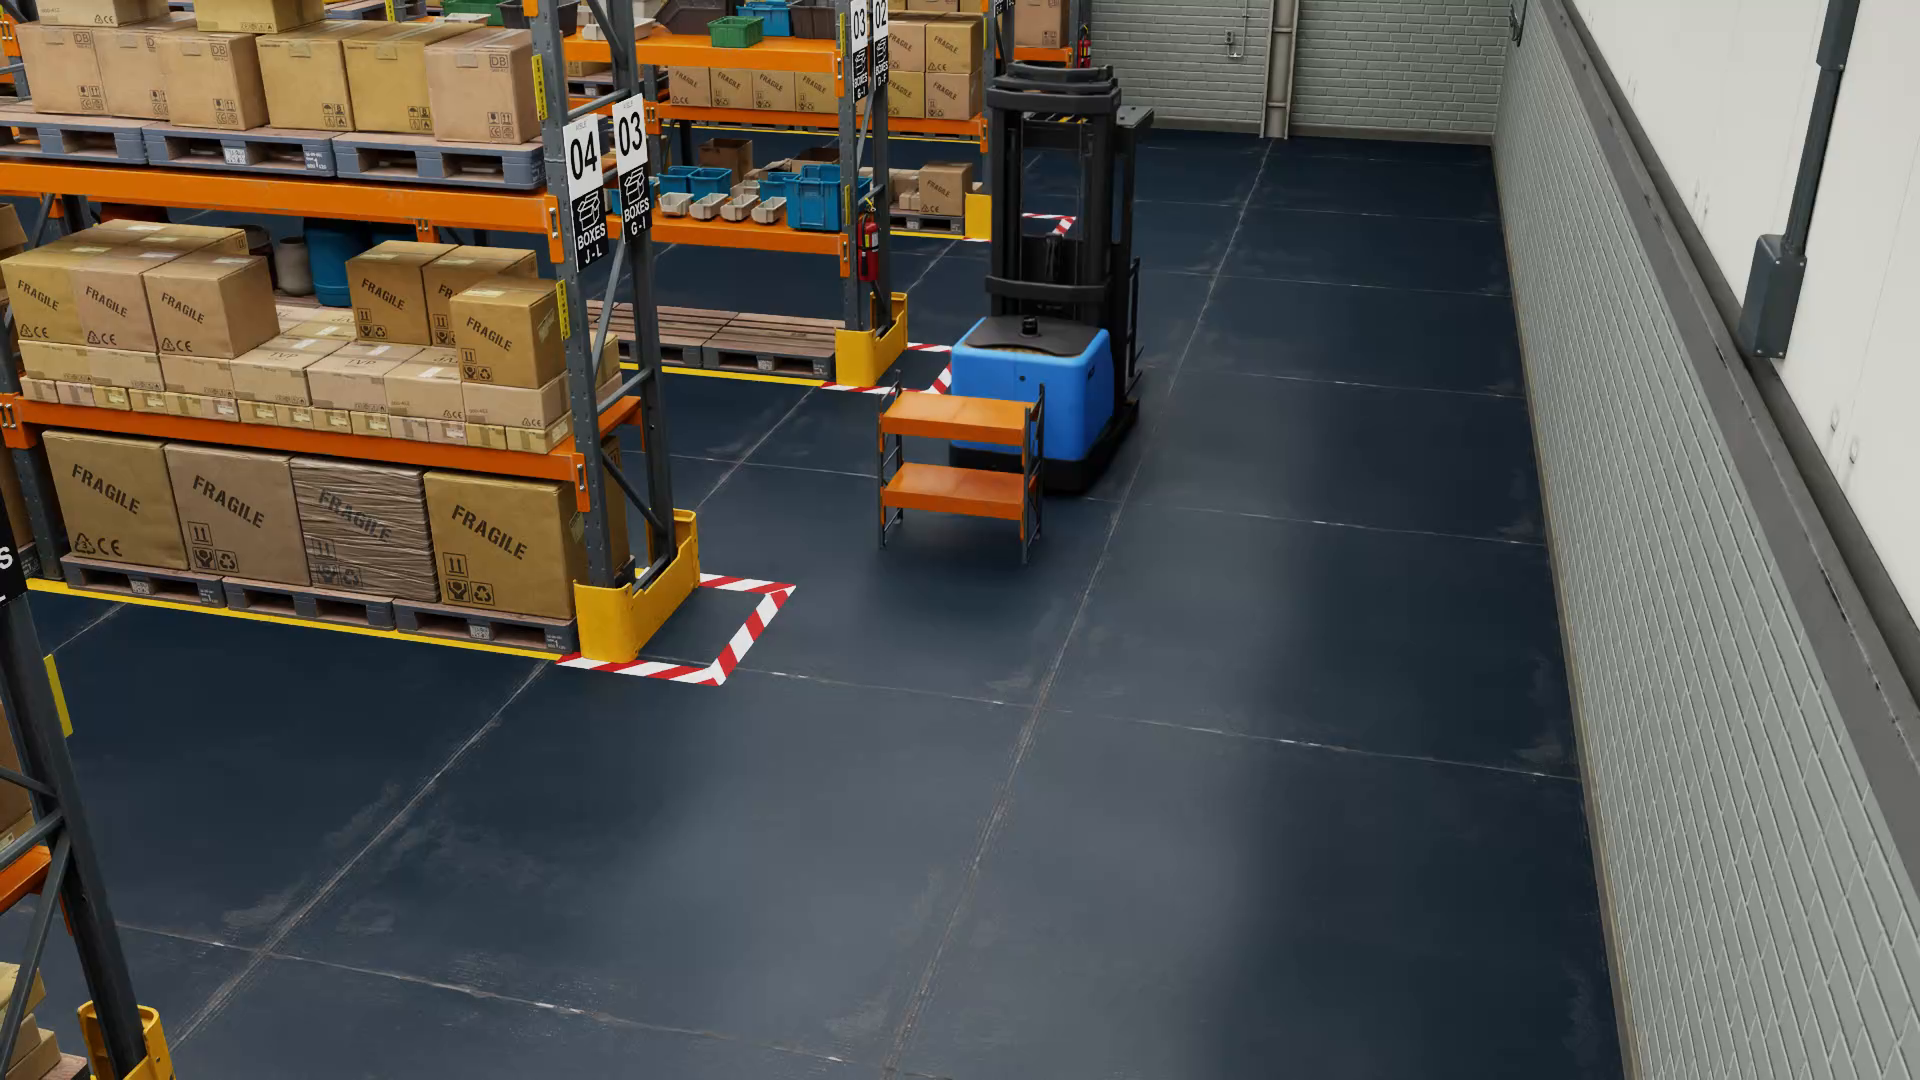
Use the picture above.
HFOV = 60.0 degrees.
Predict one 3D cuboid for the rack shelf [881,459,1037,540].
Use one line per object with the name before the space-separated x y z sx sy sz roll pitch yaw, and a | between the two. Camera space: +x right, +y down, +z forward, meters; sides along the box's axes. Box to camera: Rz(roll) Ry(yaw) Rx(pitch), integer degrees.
rack shelf | 0.007 -0.286 11.494 1.000 0.278 0.538 6 26 13

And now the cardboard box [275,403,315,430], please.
cardboard box | -3.948 -0.816 10.149 0.250 0.149 0.380 7 26 14

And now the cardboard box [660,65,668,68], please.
cardboard box | -4.561 -6.897 24.641 0.750 0.750 0.750 6 26 13

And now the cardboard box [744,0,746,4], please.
cardboard box | -3.220 -7.663 23.752 0.500 0.500 0.500 7 26 13

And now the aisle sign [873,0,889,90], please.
aisle sign | -0.663 -4.216 13.974 0.004 0.787 0.394 6 26 13

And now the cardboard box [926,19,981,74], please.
cardboard box | -0.069 -5.418 18.243 0.500 0.500 0.500 6 26 13

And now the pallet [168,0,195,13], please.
pallet | -6.564 -4.787 14.928 1.213 0.211 1.003 6 26 13

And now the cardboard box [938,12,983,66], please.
cardboard box | 0.066 -5.642 18.714 0.500 0.500 0.500 7 26 15

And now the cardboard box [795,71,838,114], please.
cardboard box | -1.544 -5.132 18.805 0.500 0.500 0.500 6 26 12

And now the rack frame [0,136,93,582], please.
rack frame | -5.915 -1.293 10.858 0.127 3.000 1.000 6 26 13

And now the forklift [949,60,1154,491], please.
forklift | 0.850 -2.293 13.039 1.130 2.935 3.031 8 27 16

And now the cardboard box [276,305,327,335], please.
cardboard box | -4.425 -1.313 10.728 0.500 0.250 0.500 7 26 14

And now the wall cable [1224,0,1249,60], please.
wall cable | 3.136 -7.767 23.274 1.851 1.984 0.084 6 26 13

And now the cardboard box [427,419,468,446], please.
cardboard box | -2.964 -0.707 9.919 0.250 0.149 0.380 6 26 13

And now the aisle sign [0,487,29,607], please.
aisle sign | -3.228 -0.101 5.331 0.004 0.787 0.394 6 26 13

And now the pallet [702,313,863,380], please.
pallet | -1.596 -1.772 15.108 1.213 0.211 1.003 6 26 13

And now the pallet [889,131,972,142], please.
pallet | -0.311 -5.977 23.940 1.213 0.211 1.003 6 26 13

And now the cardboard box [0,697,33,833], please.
cardboard box | -3.740 0.847 5.901 0.500 0.500 0.500 8 26 15

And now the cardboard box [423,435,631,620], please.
cardboard box | -2.680 -0.130 10.399 0.875 0.875 0.875 6 26 13

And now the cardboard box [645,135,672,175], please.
cardboard box | -3.851 -4.640 20.284 0.500 0.500 0.500 5 26 11

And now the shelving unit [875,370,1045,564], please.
shelving unit | 0.007 -0.507 11.388 1.048 1.125 0.538 6 26 13

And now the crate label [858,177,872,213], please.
crate label | -0.964 -3.042 14.656 0.303 0.233 0.416 6 26 13

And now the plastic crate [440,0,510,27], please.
plastic crate | -4.195 -4.694 14.759 0.662 0.188 0.450 6 26 13

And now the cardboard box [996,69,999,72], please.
cardboard box | 0.395 -6.589 23.647 0.250 0.149 0.380 7 26 13

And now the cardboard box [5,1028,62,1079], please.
cardboard box | -3.801 2.098 6.564 0.250 0.149 0.380 7 26 14

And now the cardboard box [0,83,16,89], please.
cardboard box | -12.531 -5.847 22.261 0.500 0.500 0.500 6 26 13

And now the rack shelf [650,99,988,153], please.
rack shelf | -1.507 -4.878 19.225 4.000 0.370 1.077 6 26 13

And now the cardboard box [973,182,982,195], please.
cardboard box | 0.110 -4.088 19.533 0.250 0.149 0.380 6 26 13

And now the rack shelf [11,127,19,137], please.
rack shelf | -7.852 -2.537 10.818 4.000 0.370 1.077 6 26 13

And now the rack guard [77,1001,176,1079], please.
rack guard | -3.447 2.310 6.198 0.348 0.500 1.175 6 26 13

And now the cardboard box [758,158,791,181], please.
cardboard box | -2.095 -4.378 19.954 0.500 0.311 0.500 6 26 13

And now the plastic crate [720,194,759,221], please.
plastic crate | -1.919 -2.884 14.436 0.243 0.136 0.396 6 26 13

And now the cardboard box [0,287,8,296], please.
cardboard box | -6.298 -1.491 11.158 0.500 0.500 0.500 6 26 13

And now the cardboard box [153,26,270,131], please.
cardboard box | -4.151 -2.694 9.590 0.500 0.500 0.700 7 26 15

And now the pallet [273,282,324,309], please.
pallet | -6.603 -2.326 16.271 1.213 0.211 1.003 6 26 13

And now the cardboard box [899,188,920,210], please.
cardboard box | -0.528 -3.944 19.211 0.250 0.166 0.380 6 26 13

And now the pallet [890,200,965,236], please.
pallet | -0.416 -3.822 19.415 1.213 0.211 1.003 6 26 13

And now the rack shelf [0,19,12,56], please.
rack shelf | -10.492 -5.027 16.048 4.000 0.370 1.077 6 26 13

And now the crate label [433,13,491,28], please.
crate label | -4.279 -4.418 14.238 0.466 0.136 0.293 6 26 13

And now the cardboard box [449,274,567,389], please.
cardboard box | -2.578 -1.213 9.645 0.500 0.500 0.500 7 26 14

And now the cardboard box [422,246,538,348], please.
cardboard box | -2.922 -1.487 10.222 0.500 0.500 0.500 6 26 12

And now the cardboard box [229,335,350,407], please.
cardboard box | -4.066 -1.036 10.146 0.500 0.250 0.500 6 26 13

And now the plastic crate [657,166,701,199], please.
plastic crate | -2.530 -3.215 15.020 0.300 0.233 0.416 6 26 13

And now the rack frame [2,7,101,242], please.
rack frame | -8.555 -3.783 16.088 0.127 3.000 1.000 6 26 13

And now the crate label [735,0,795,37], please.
crate label | -1.620 -4.447 14.167 0.502 0.251 0.408 6 26 13

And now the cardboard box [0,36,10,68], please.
cardboard box | -12.135 -6.417 21.504 0.500 0.500 0.700 6 26 12

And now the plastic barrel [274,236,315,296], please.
plastic barrel | -6.414 -2.660 16.135 0.421 0.512 0.421 0 25 0

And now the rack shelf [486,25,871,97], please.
rack shelf | -2.744 -4.170 14.249 4.000 0.370 1.077 6 26 13

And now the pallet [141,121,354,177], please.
pallet | -3.947 -2.384 9.763 1.213 0.211 1.003 6 26 13

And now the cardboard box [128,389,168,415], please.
cardboard box | -4.946 -0.926 10.379 0.250 0.149 0.380 6 26 12

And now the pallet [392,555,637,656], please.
pallet | -2.834 0.341 10.669 1.213 0.211 1.003 6 26 13

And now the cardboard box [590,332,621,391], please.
cardboard box | -2.438 -1.095 10.271 0.500 0.250 0.500 6 26 12

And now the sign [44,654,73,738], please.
sign | -3.239 0.573 5.932 0.005 0.325 0.100 6 26 13

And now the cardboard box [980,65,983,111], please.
cardboard box | 0.066 -5.191 18.929 0.500 0.500 0.500 7 26 14

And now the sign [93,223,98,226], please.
sign | -5.778 -1.951 11.140 0.005 0.325 0.100 6 26 13

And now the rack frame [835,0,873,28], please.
rack frame | -0.807 -5.635 13.000 0.127 3.000 1.000 6 26 13

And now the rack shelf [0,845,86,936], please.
rack shelf | -5.311 1.300 6.248 4.000 0.370 1.077 6 26 13

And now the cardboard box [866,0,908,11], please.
cardboard box | -0.987 -7.469 23.483 0.700 0.700 0.980 6 26 12

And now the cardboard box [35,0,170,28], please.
cardboard box | -5.005 -3.162 9.702 0.500 0.250 0.500 5 26 10
